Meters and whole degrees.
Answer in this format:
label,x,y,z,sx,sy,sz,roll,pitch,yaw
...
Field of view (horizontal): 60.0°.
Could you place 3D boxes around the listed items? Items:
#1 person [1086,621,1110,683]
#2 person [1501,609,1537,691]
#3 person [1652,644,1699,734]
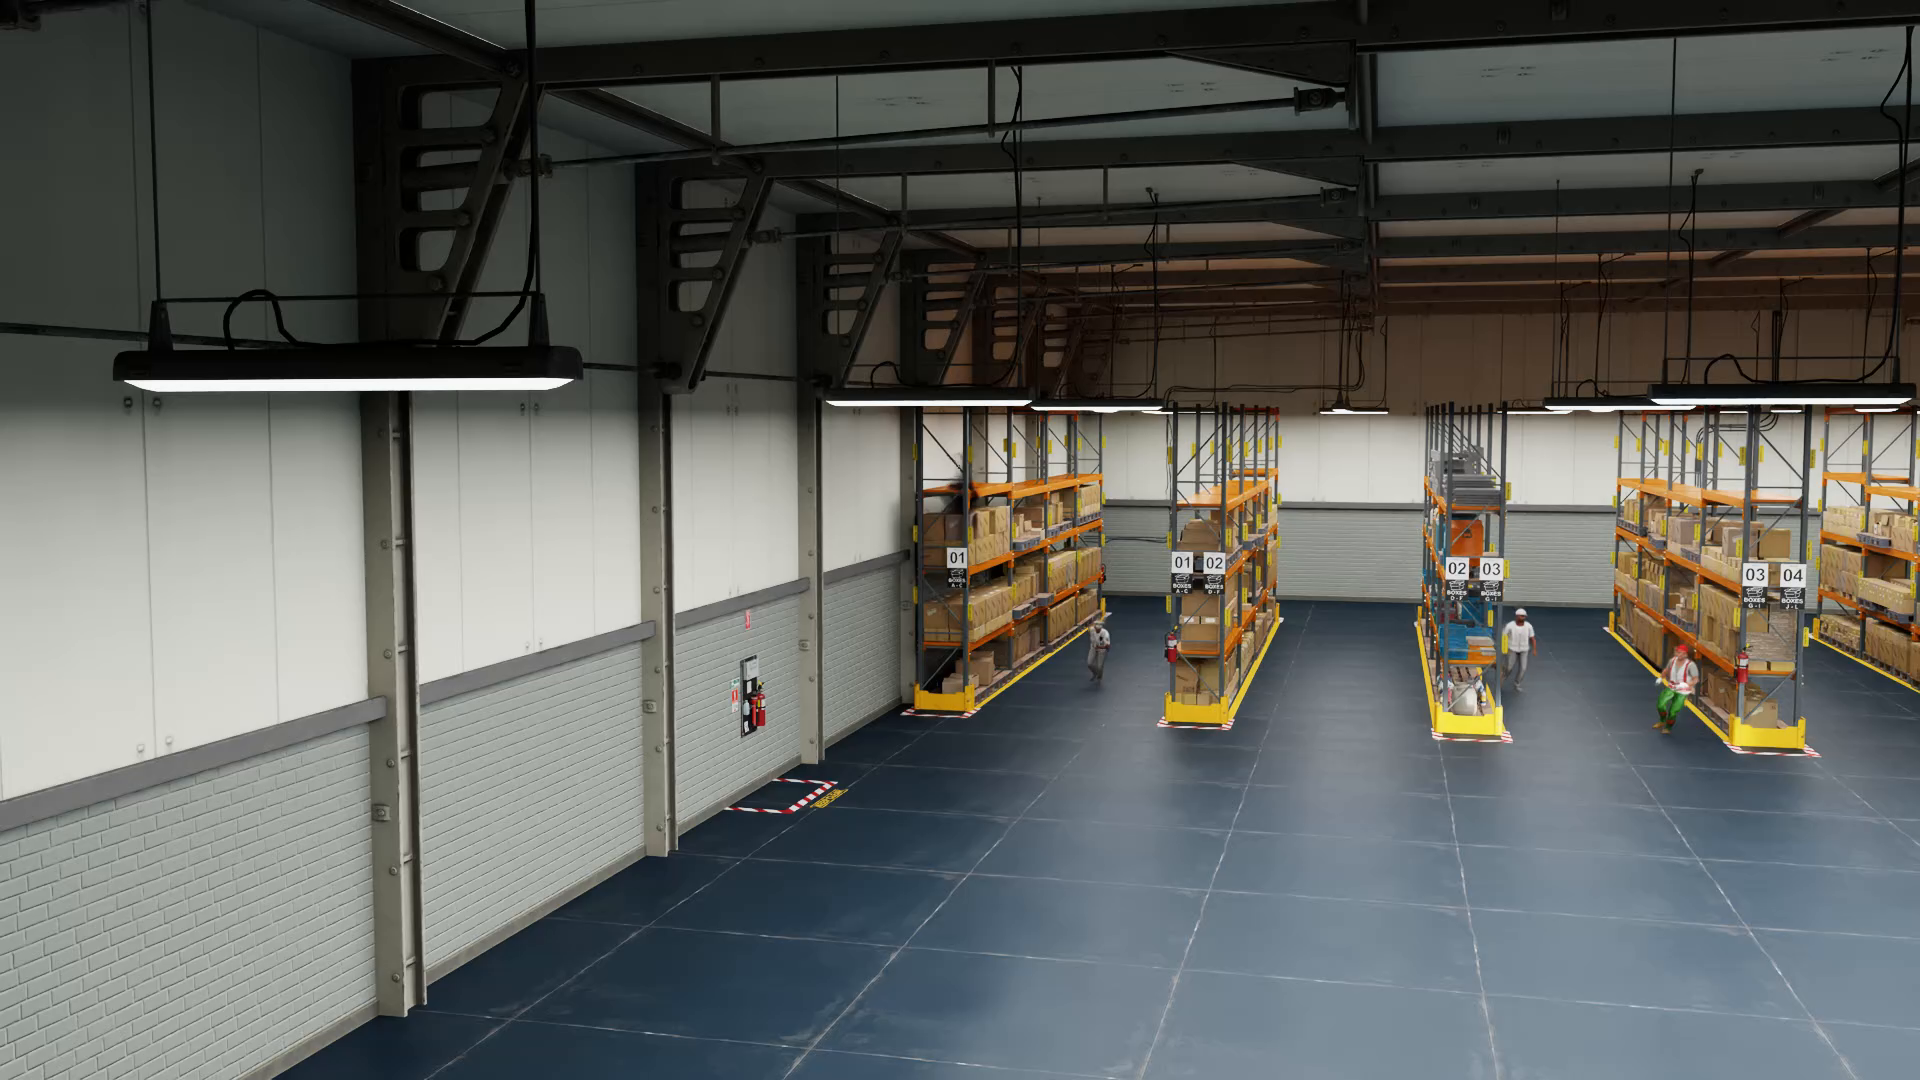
label,x,y,z,sx,sy,sz,roll,pitch,yaw
person,2.950,2.397,35.466,0.579,1.399,0.963,2,5,20
person,11.647,2.287,34.797,0.738,1.727,0.670,1,4,8
person,12.775,2.680,29.753,0.874,1.662,0.660,4,6,44
